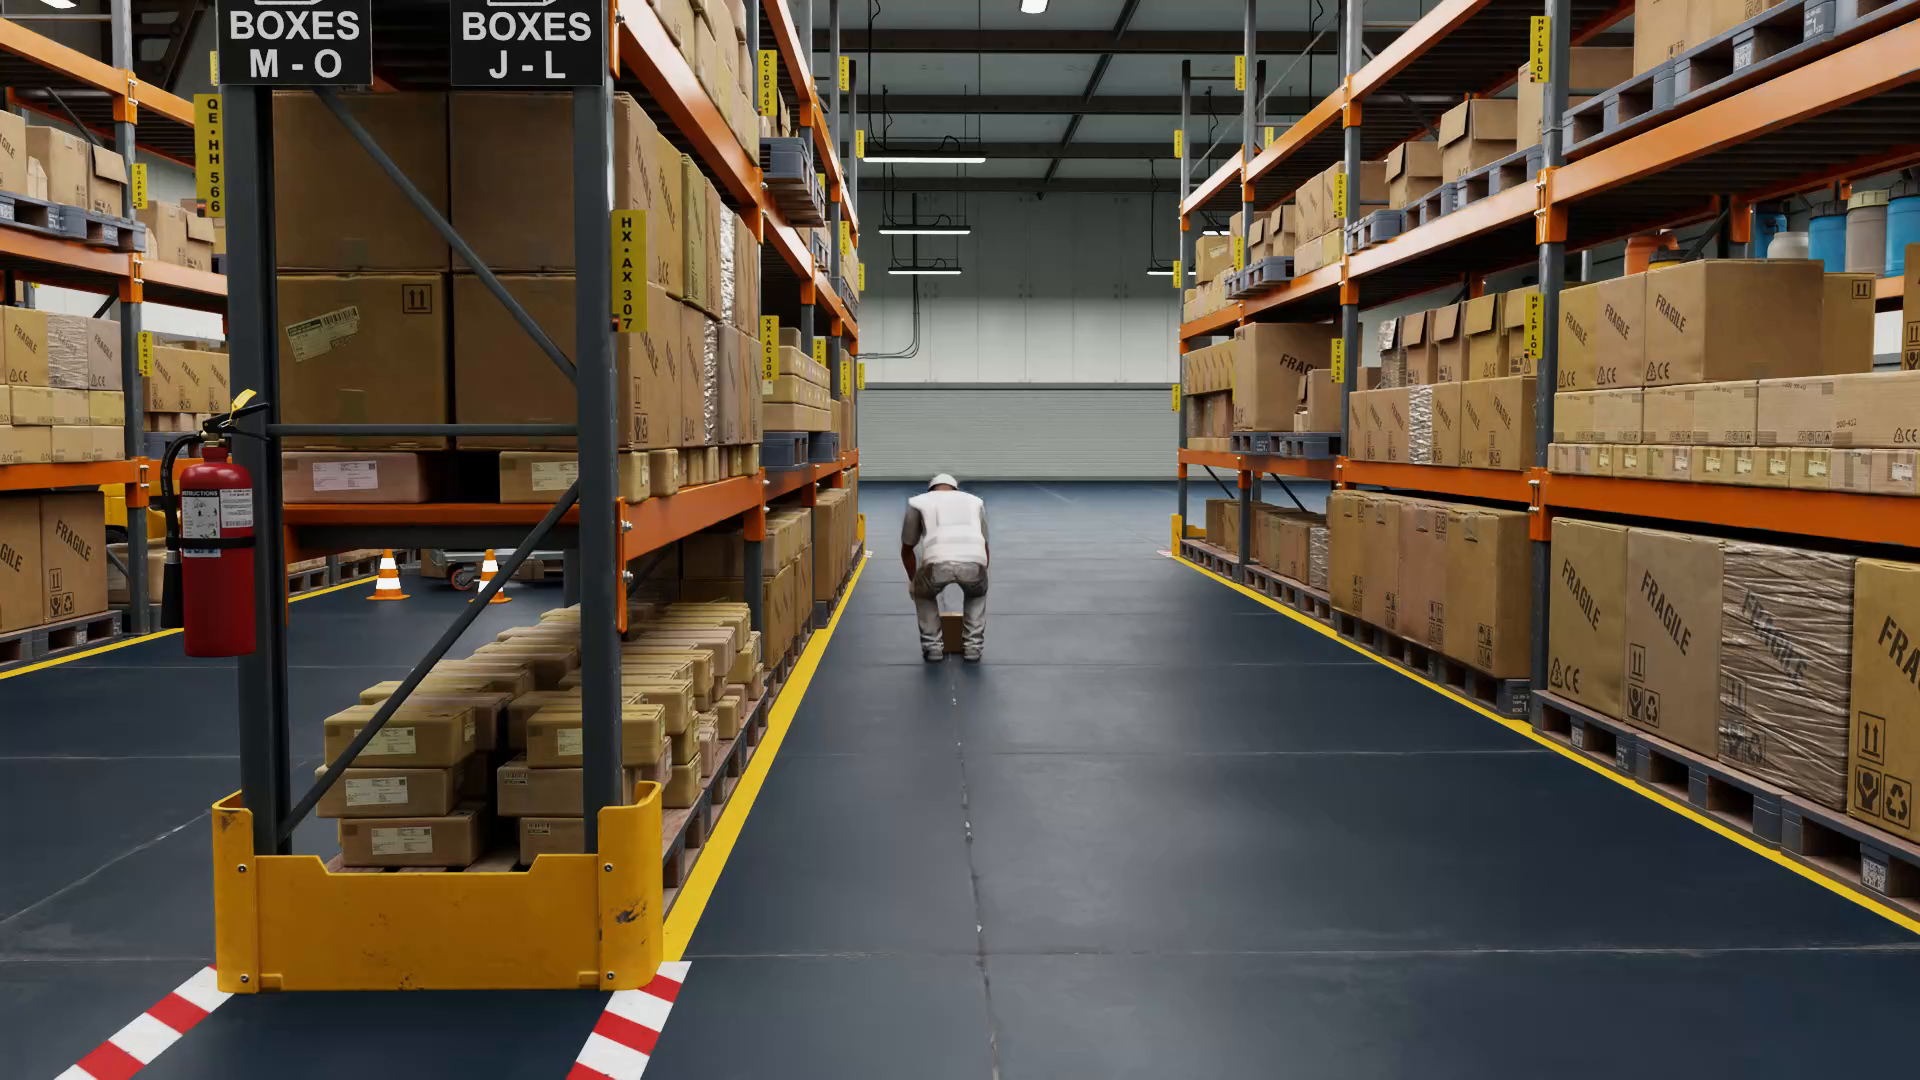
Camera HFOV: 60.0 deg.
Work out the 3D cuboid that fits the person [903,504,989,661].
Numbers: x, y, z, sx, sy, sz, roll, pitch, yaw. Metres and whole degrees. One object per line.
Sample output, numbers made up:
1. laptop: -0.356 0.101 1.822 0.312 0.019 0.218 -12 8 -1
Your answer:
1. person: -0.094 0.281 11.166 0.576 1.015 0.894 0 4 -2
